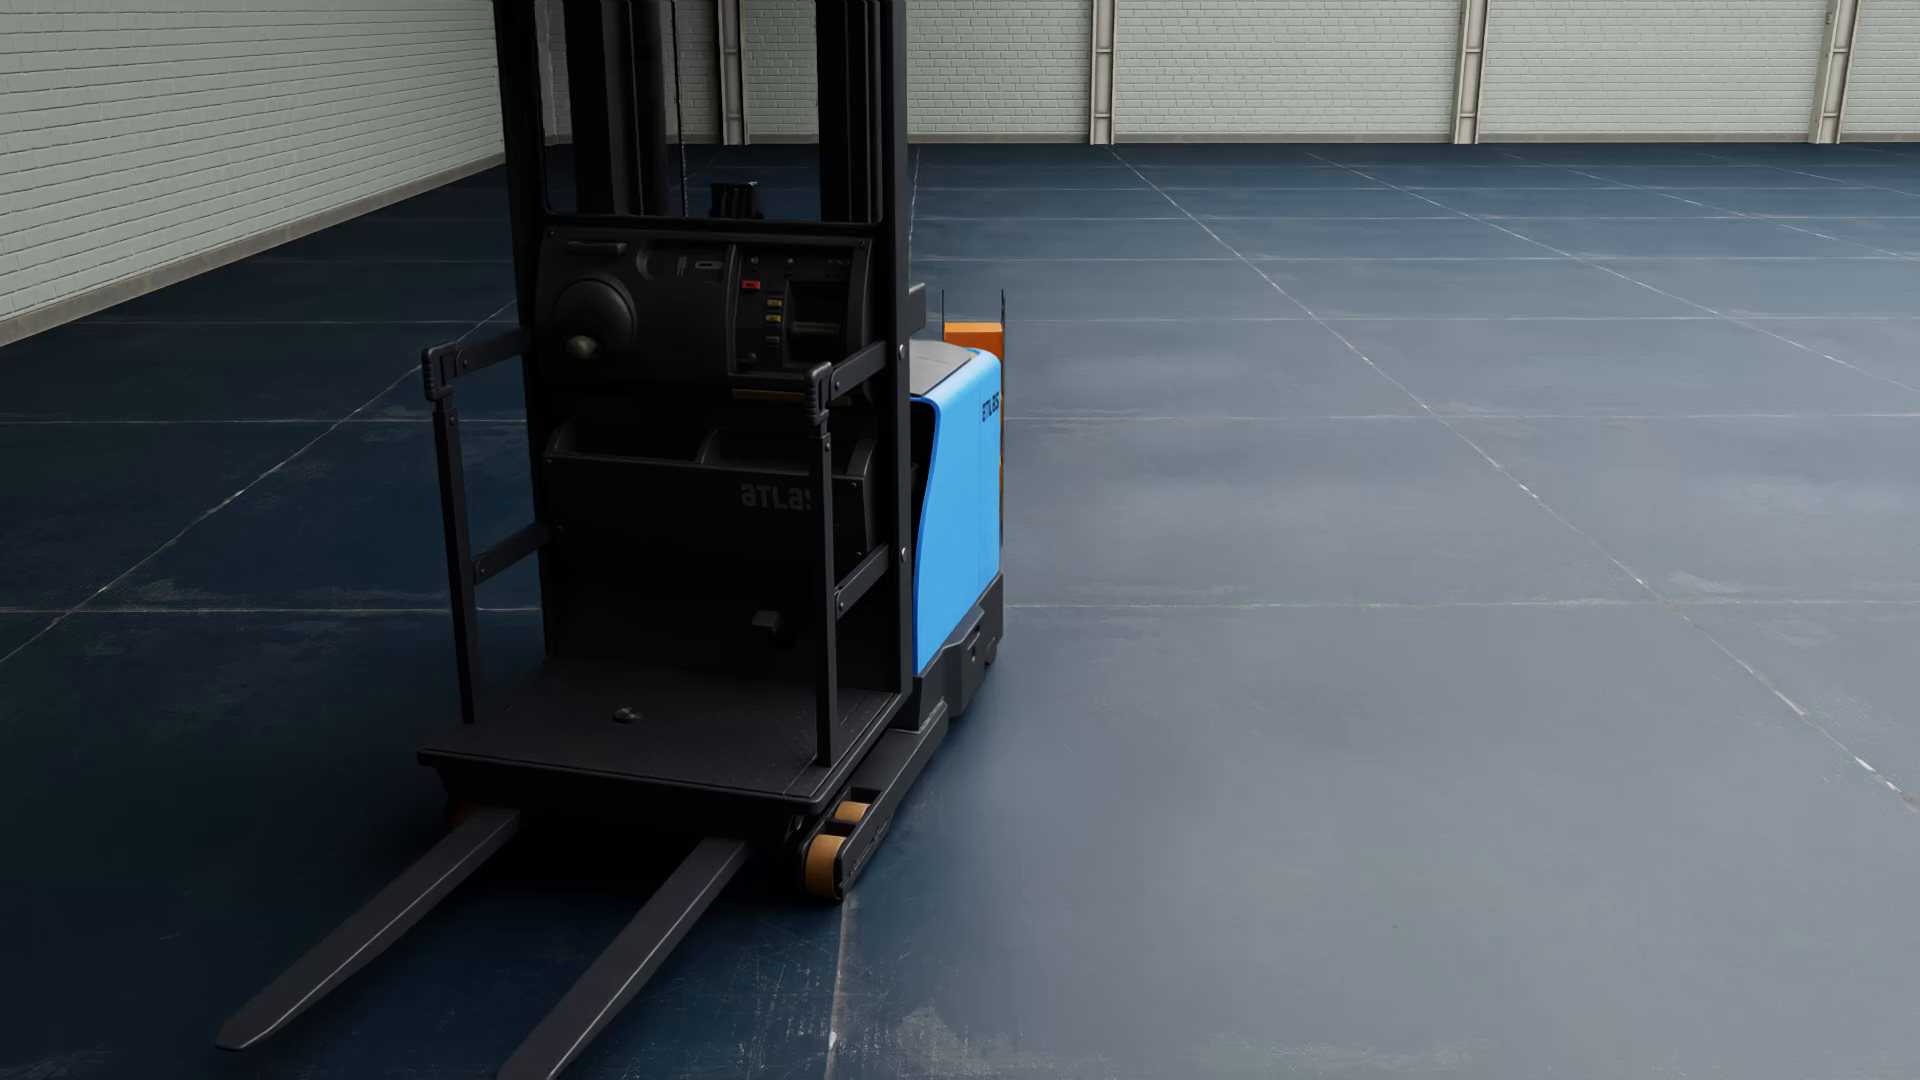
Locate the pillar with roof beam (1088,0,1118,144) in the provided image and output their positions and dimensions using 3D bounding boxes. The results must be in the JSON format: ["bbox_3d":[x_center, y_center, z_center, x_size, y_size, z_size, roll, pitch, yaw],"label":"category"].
[{"bbox_3d":[2.396,-9.507,21.953,0.400,9.000,9.100,0,18,-1],"label":"pillar with roof beam"}]

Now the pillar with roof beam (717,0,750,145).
[{"bbox_3d":[-3.603,-9.478,21.863,0.400,9.000,9.100,0,18,-1],"label":"pillar with roof beam"}]

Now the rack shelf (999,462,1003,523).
[{"bbox_3d":[0.053,-0.225,6.976,0.240,0.259,0.215,0,18,-1],"label":"rack shelf"}]

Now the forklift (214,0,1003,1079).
[{"bbox_3d":[-0.735,-0.616,4.170,1.130,2.935,3.031,5,18,15],"label":"forklift"}]

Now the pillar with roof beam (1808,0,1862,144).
[{"bbox_3d":[14.395,-9.565,22.133,0.400,9.000,9.100,0,18,-1],"label":"pillar with roof beam"}]

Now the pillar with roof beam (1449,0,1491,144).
[{"bbox_3d":[8.396,-9.536,22.043,0.400,9.000,9.100,0,18,-1],"label":"pillar with roof beam"}]

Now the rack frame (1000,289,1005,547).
[{"bbox_3d":[0.175,-0.501,6.890,0.008,1.050,0.200,0,18,-1],"label":"rack frame"}]

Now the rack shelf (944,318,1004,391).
[{"bbox_3d":[0.053,-0.760,6.805,0.240,0.259,0.215,0,18,-1],"label":"rack shelf"}]

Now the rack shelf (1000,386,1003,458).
[{"bbox_3d":[0.053,-0.490,6.891,0.240,0.259,0.215,0,18,-1],"label":"rack shelf"}]

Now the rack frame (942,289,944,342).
[{"bbox_3d":[-0.068,-0.500,6.886,0.008,1.050,0.200,0,18,-1],"label":"rack frame"}]

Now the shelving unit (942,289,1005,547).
[{"bbox_3d":[0.053,-0.500,6.888,0.252,1.050,0.215,0,18,-1],"label":"shelving unit"}]
